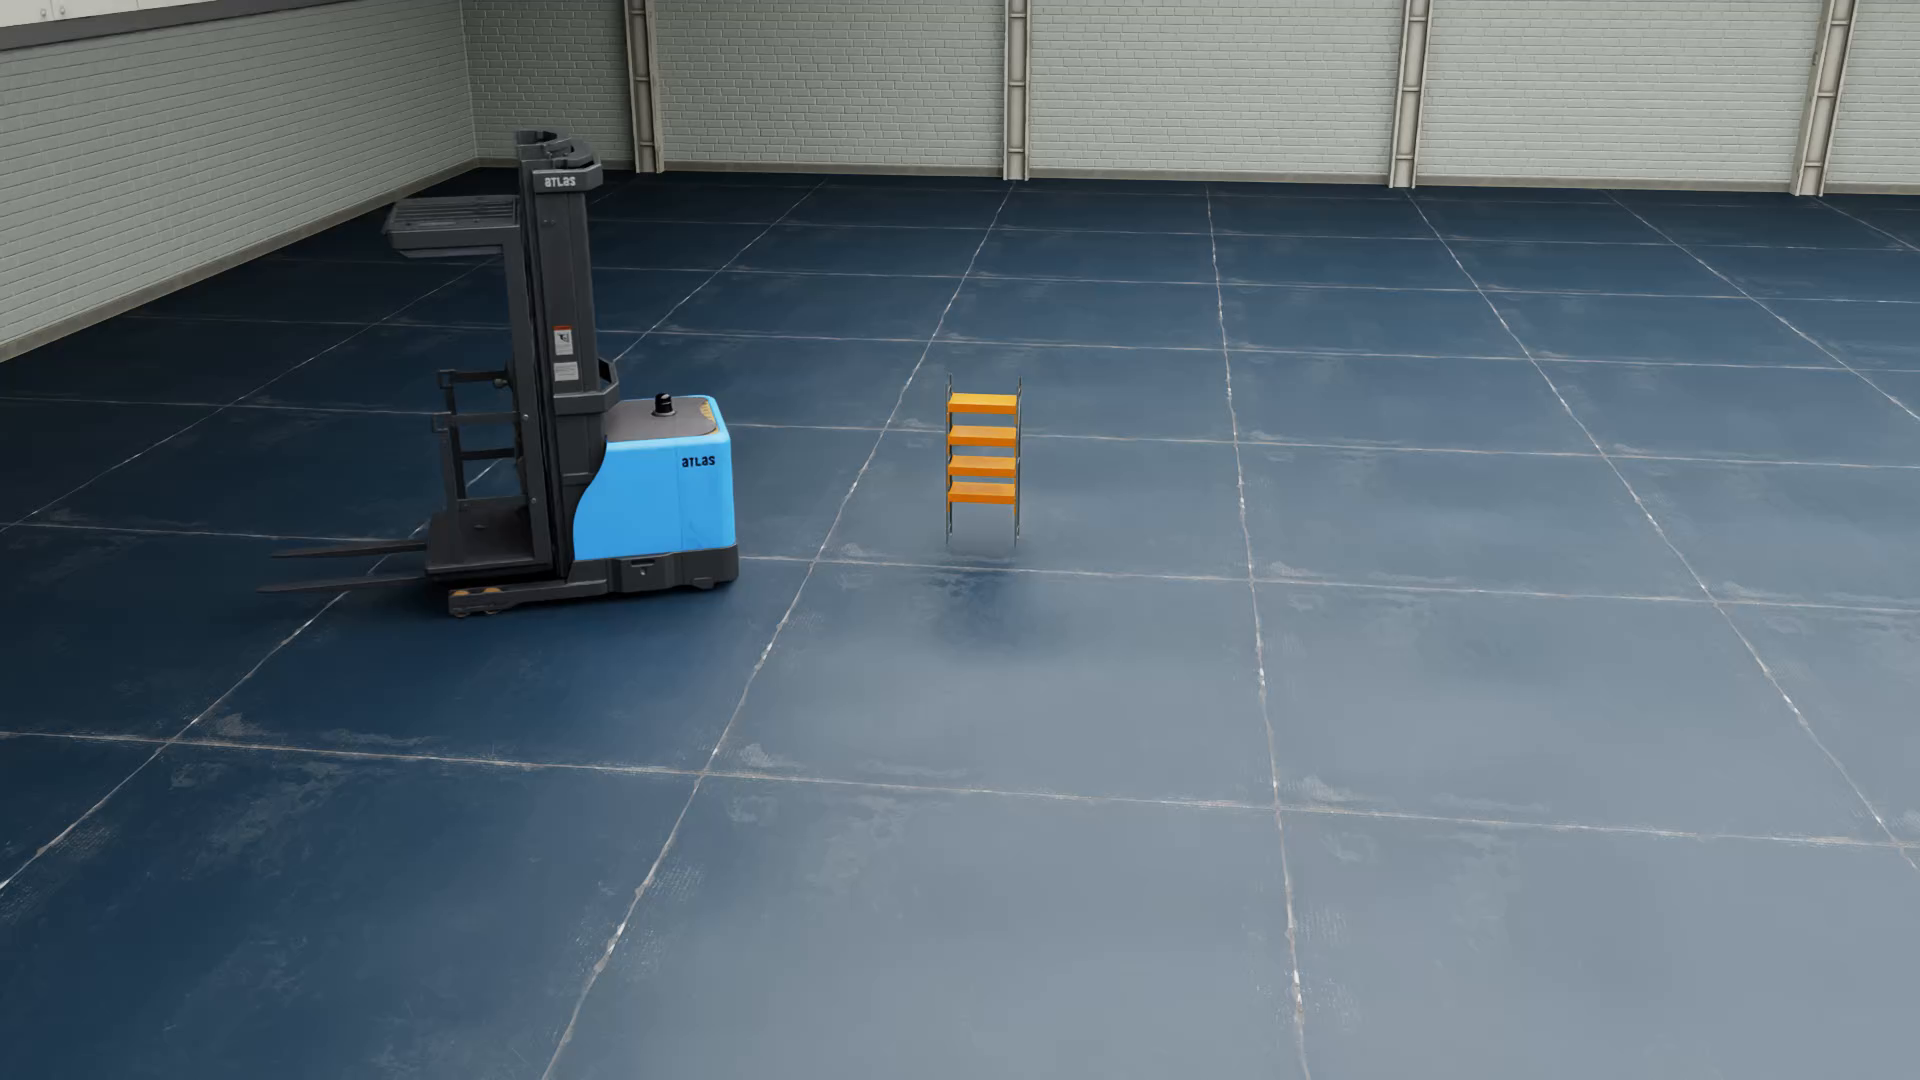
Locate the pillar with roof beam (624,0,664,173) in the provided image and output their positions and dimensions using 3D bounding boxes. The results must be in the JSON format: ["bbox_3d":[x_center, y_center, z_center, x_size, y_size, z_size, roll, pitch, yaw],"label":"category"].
[{"bbox_3d":[-5.567,-8.637,21.546,0.400,9.000,9.100,2,22,6],"label":"pillar with roof beam"}]

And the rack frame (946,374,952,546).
[{"bbox_3d":[-0.078,-0.561,11.728,0.015,1.200,0.240,2,22,6],"label":"rack frame"}]

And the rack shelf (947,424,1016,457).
[{"bbox_3d":[0.164,-0.696,11.644,0.480,0.148,0.258,2,22,6],"label":"rack shelf"}]

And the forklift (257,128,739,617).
[{"bbox_3d":[-3.054,-1.083,10.693,3.031,2.935,1.130,-5,22,-13],"label":"forklift"}]

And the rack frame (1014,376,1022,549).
[{"bbox_3d":[0.407,-0.540,11.674,0.015,1.200,0.240,2,22,6],"label":"rack frame"}]

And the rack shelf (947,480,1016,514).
[{"bbox_3d":[0.164,-0.304,11.799,0.480,0.148,0.258,2,22,6],"label":"rack shelf"}]

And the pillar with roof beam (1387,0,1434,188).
[{"bbox_3d":[6.350,-8.118,20.233,0.400,9.000,9.100,2,22,6],"label":"pillar with roof beam"}]

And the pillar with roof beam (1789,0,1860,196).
[{"bbox_3d":[12.308,-7.858,19.576,0.400,9.000,9.100,2,22,6],"label":"pillar with roof beam"}]

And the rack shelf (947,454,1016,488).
[{"bbox_3d":[0.164,-0.488,11.726,0.480,0.148,0.258,2,22,6],"label":"rack shelf"}]

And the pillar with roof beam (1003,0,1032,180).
[{"bbox_3d":[0.391,-8.377,20.889,0.400,9.000,9.100,2,22,6],"label":"pillar with roof beam"}]

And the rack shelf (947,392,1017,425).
[{"bbox_3d":[0.164,-0.916,11.557,0.480,0.148,0.258,2,22,6],"label":"rack shelf"}]

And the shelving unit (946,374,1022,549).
[{"bbox_3d":[0.164,-0.551,11.701,0.503,1.200,0.258,2,22,6],"label":"shelving unit"}]
